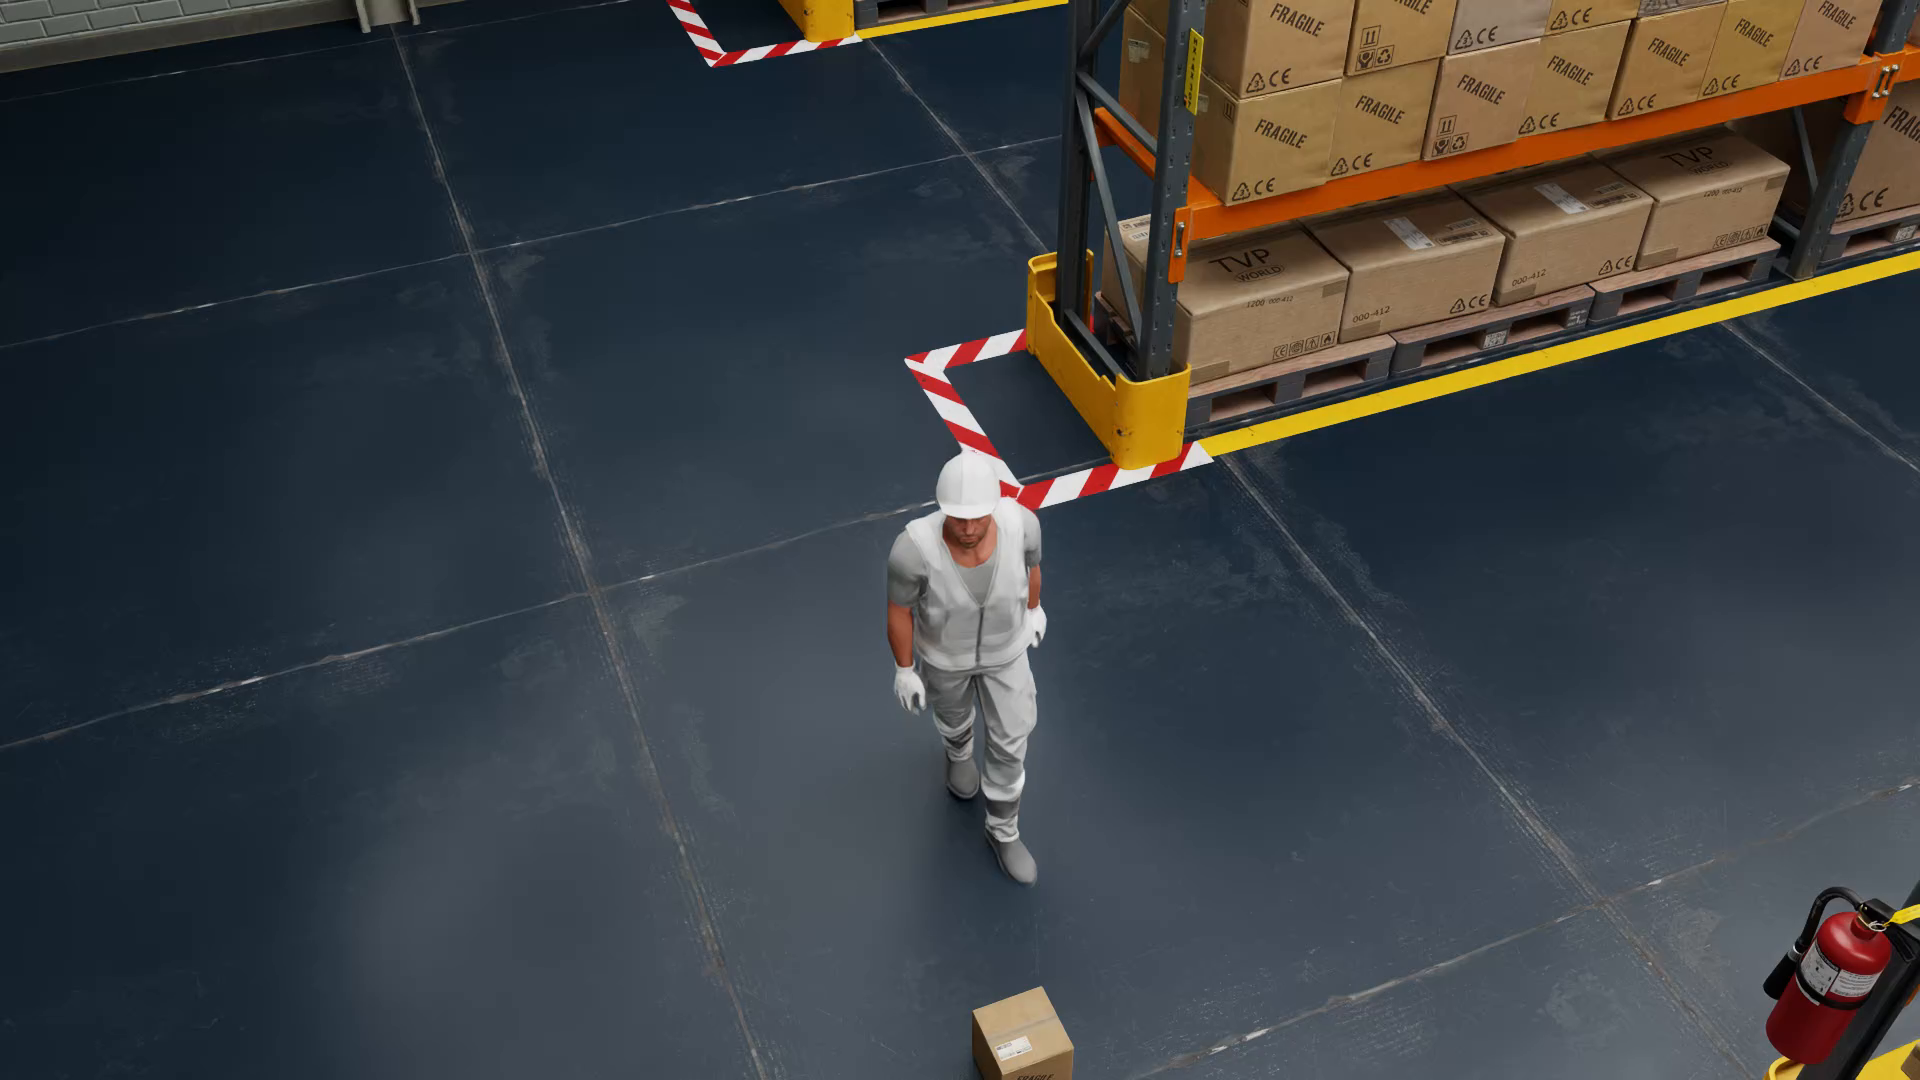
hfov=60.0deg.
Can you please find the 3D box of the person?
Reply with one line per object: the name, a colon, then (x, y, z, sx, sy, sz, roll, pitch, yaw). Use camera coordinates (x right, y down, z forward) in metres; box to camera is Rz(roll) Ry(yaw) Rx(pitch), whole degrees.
person: (0.038, 0.386, 5.708, 0.578, 1.795, 0.698, -5, 42, -5)
